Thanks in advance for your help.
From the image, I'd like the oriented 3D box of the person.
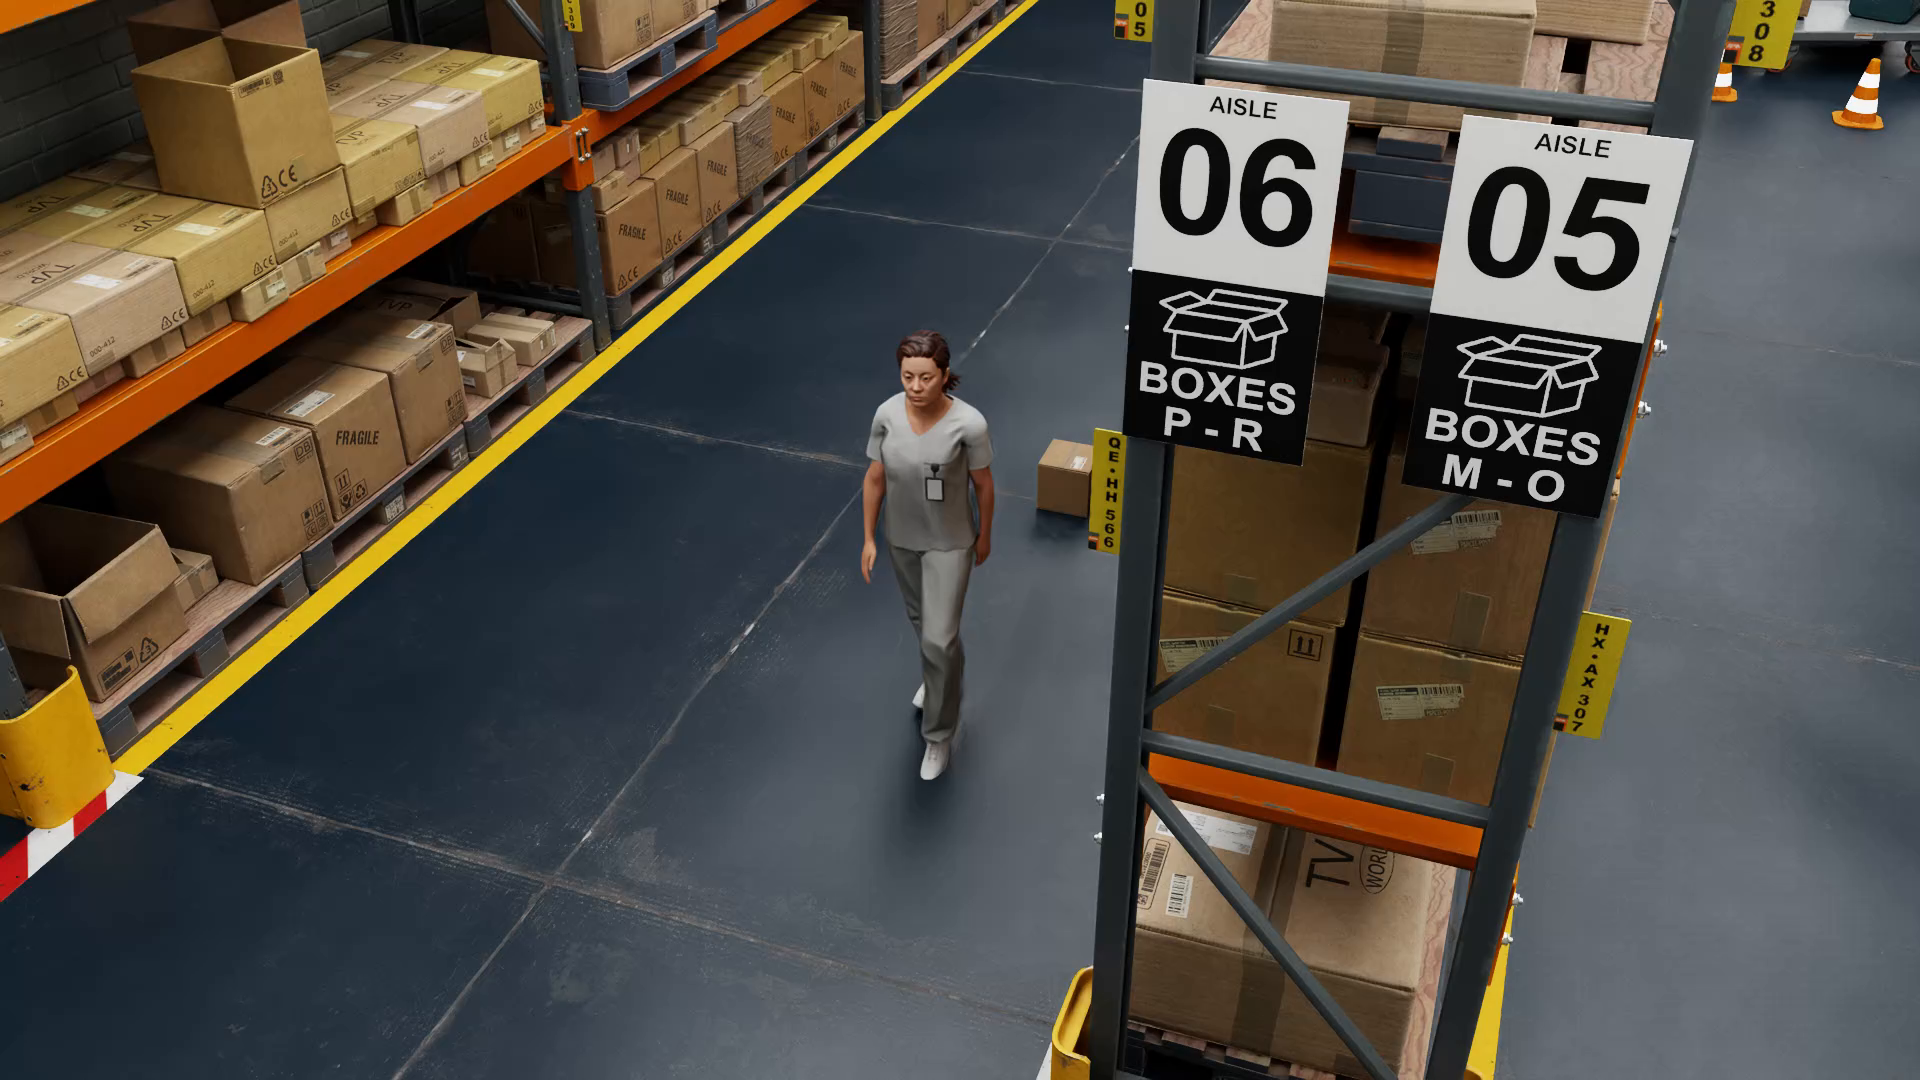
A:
[{"bbox_3d":[-0.128,0.036,6.110,0.456,1.721,0.624,13,36,19],"label":"person"}]
